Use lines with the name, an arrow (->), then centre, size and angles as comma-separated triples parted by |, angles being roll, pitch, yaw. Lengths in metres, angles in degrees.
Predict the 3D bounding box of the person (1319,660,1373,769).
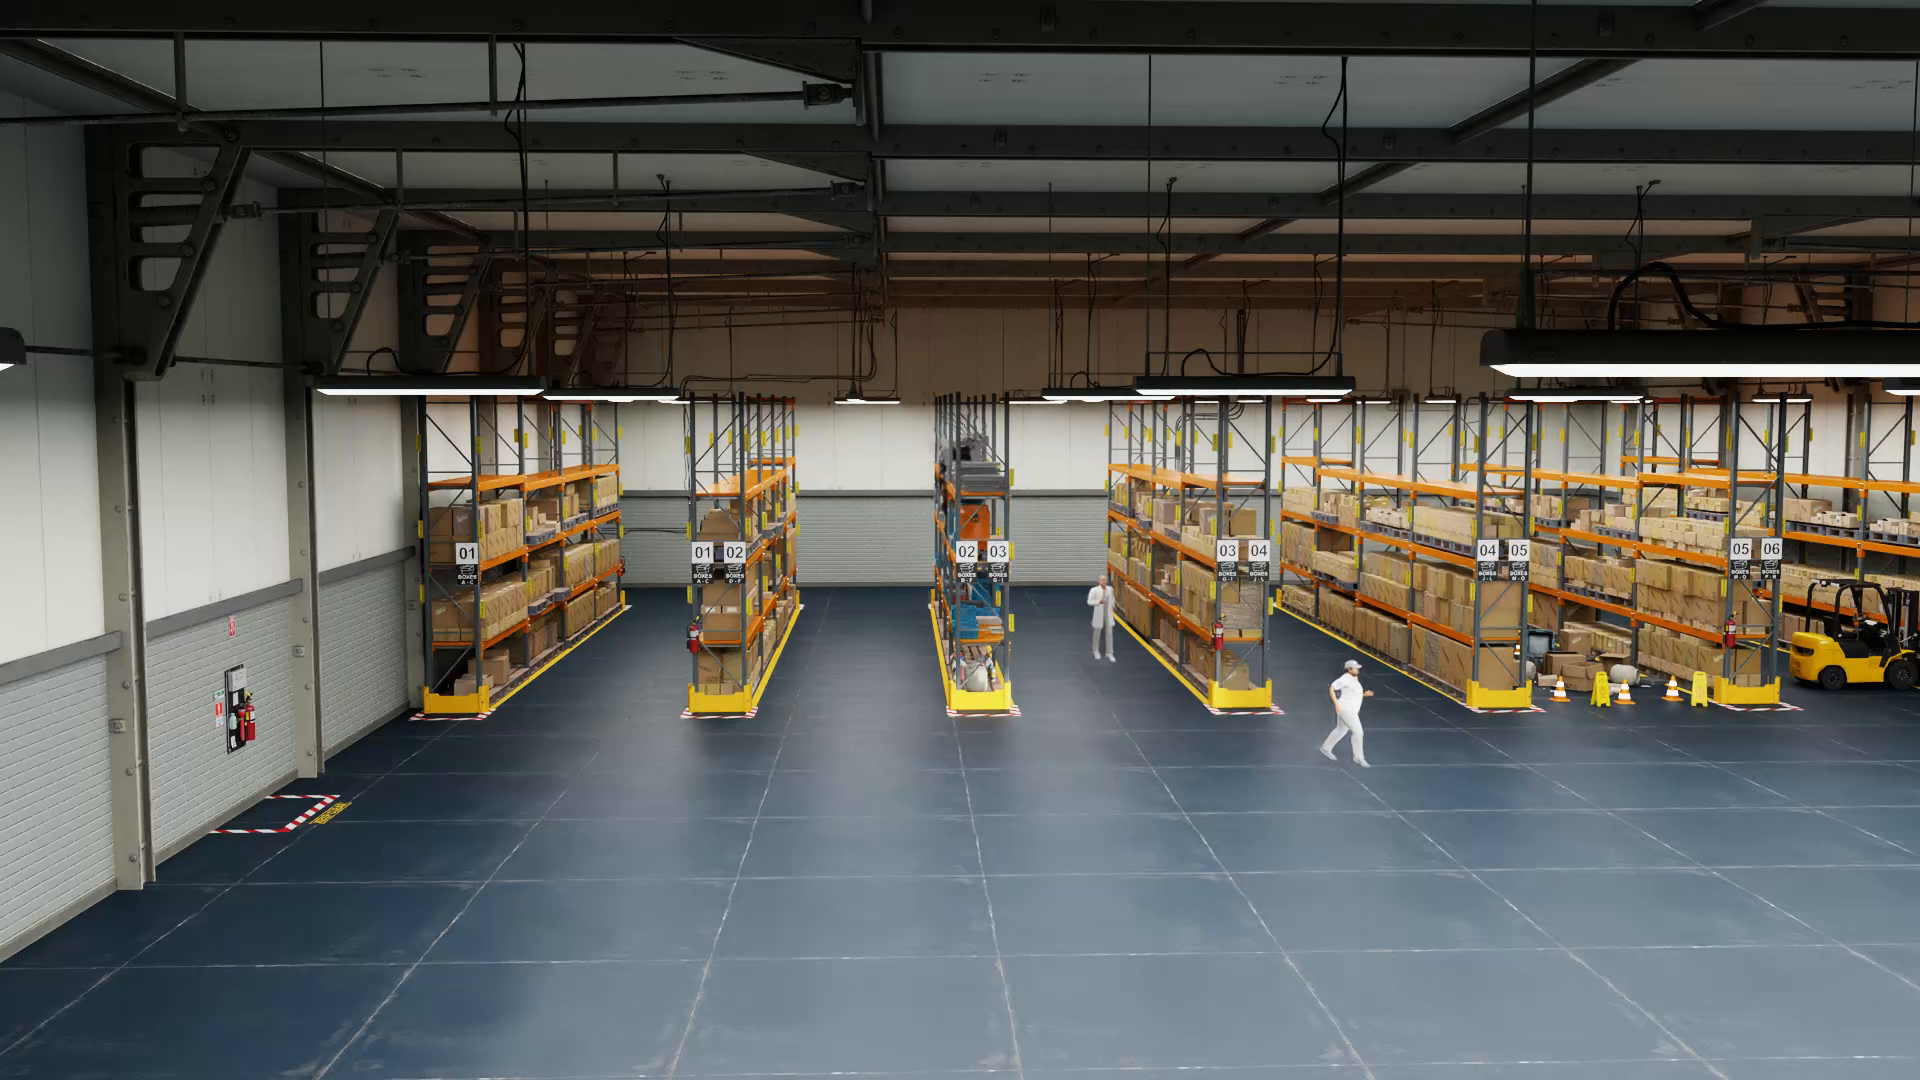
person -> 6.162, 2.757, 26.553 | 0.855, 1.711, 0.580 | 2, 5, 24

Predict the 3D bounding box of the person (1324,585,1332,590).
person -> 10.737, 1.011, 48.504 | 0.650, 1.625, 0.519 | -4, 6, -42

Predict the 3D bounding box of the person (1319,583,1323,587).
person -> 10.595, 0.957, 49.044 | 0.580, 1.668, 0.562 | 0, 5, -1

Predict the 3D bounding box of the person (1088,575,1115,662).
person -> 3.063, 1.663, 35.656 | 0.698, 1.830, 0.916 | -1, 5, -15
